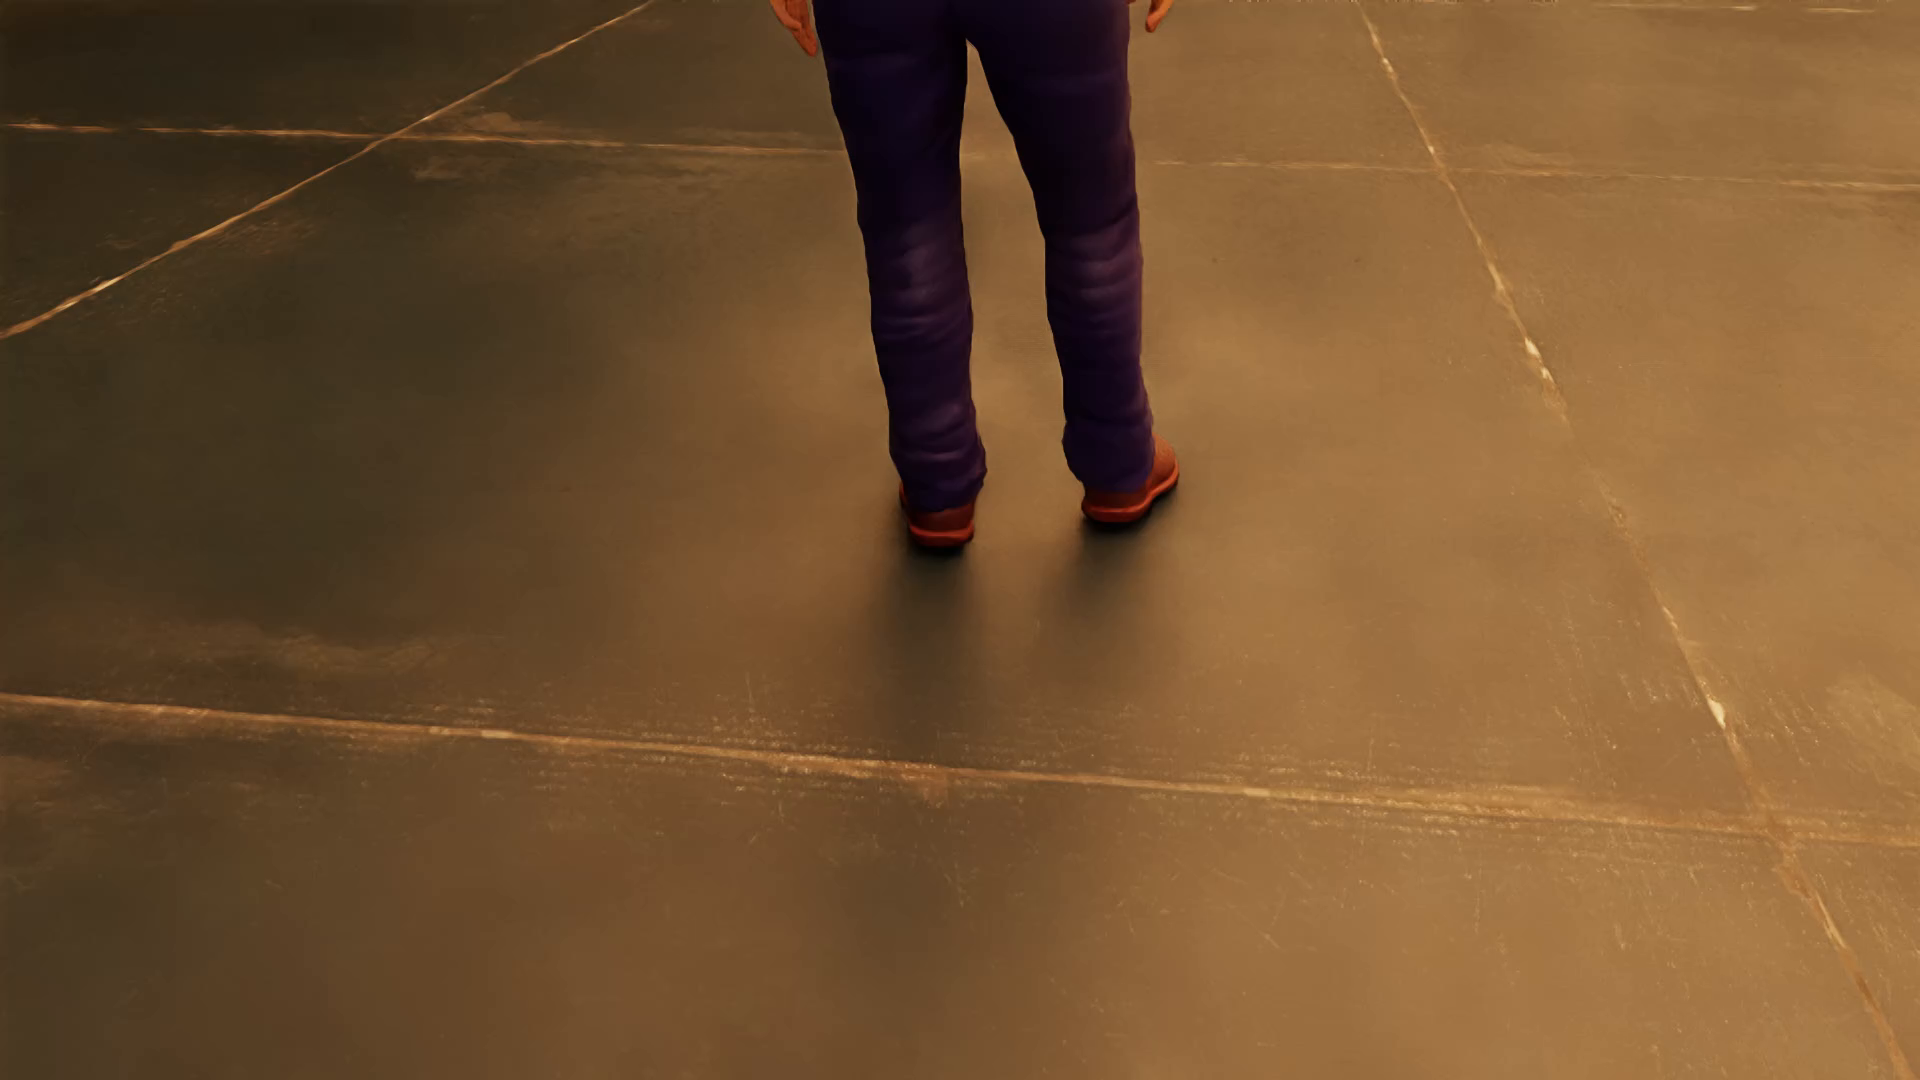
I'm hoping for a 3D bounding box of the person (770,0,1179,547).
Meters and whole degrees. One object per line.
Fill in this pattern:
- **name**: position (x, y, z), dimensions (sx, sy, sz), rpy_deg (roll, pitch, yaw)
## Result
- **person**: position (0.035, -0.782, 2.206), dimensions (0.599, 1.650, 0.502), rpy_deg (3, 27, 7)
